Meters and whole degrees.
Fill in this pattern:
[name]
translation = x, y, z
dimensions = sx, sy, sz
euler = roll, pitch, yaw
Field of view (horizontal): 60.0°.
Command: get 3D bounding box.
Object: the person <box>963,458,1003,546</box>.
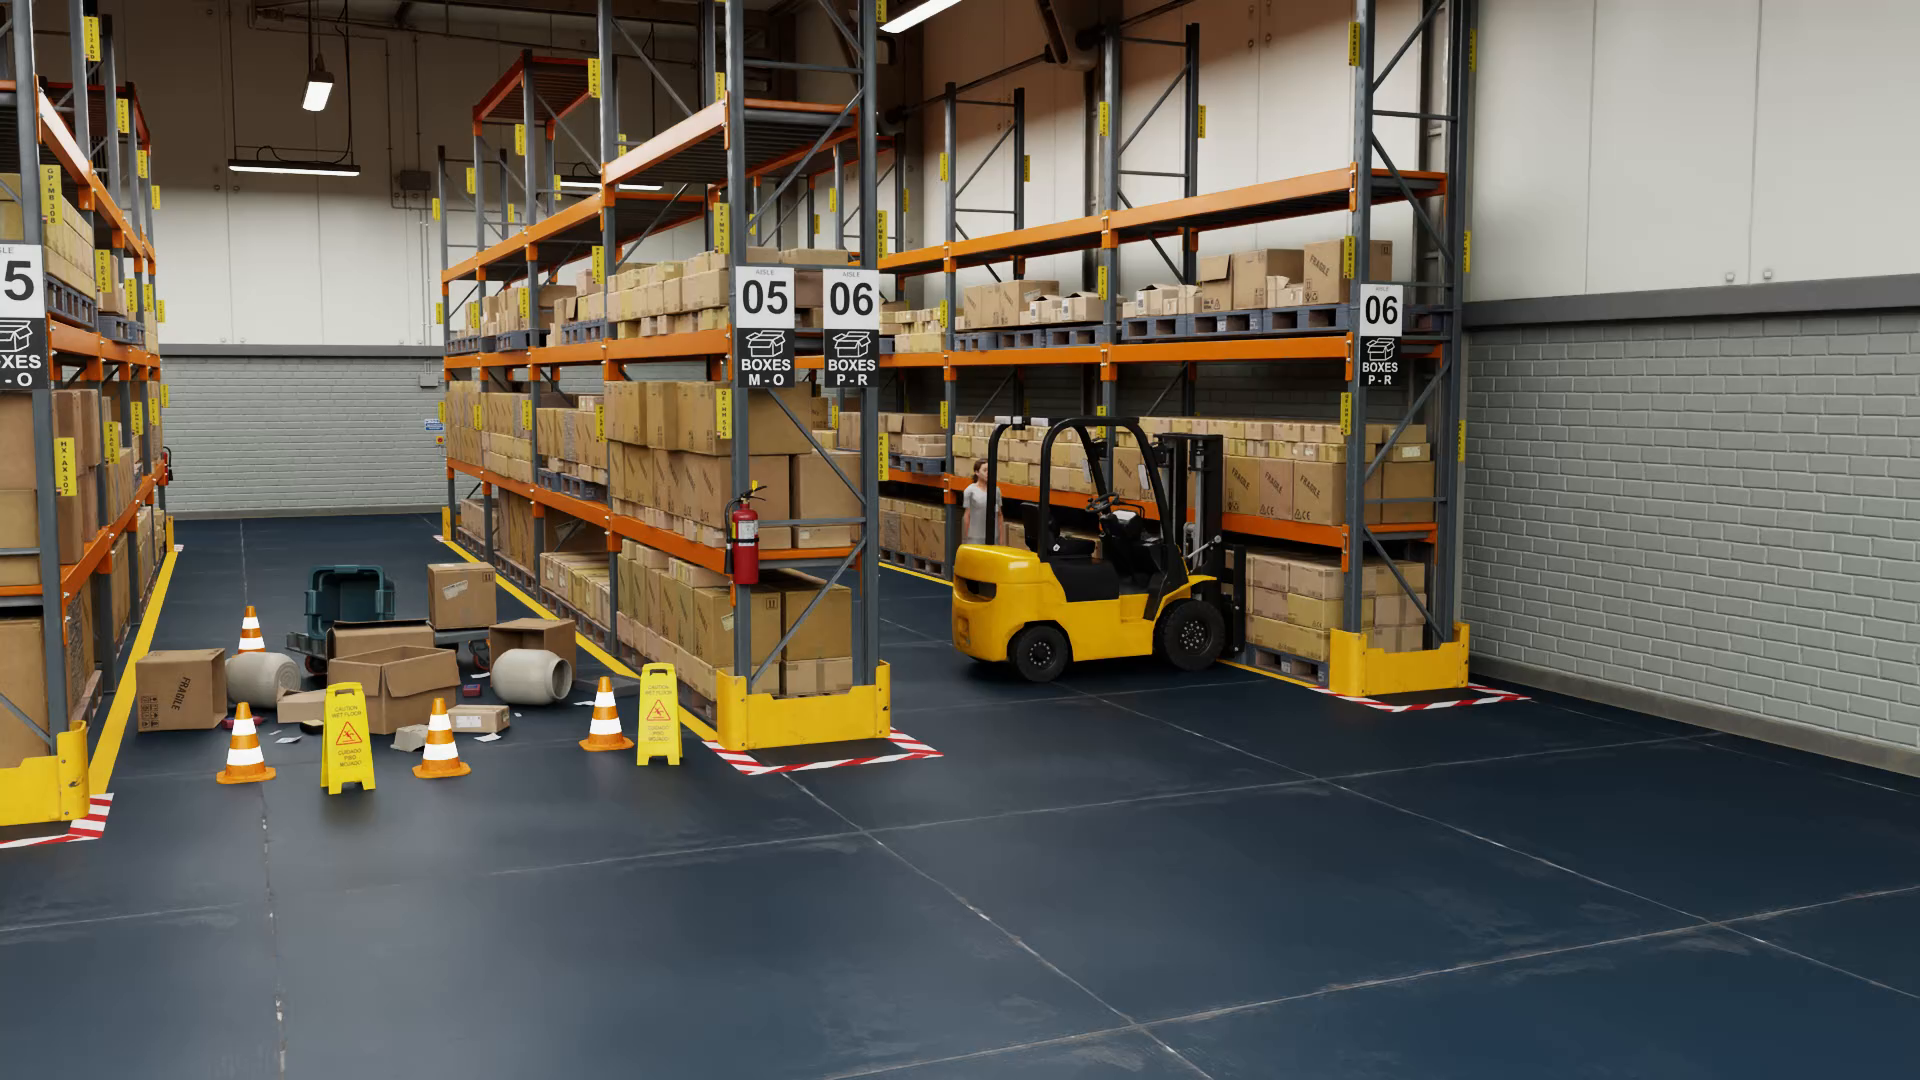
[person]
translation = 0.244, 0.005, 17.076
dimensions = 0.436, 1.690, 0.377
euler = -2, 6, -22
